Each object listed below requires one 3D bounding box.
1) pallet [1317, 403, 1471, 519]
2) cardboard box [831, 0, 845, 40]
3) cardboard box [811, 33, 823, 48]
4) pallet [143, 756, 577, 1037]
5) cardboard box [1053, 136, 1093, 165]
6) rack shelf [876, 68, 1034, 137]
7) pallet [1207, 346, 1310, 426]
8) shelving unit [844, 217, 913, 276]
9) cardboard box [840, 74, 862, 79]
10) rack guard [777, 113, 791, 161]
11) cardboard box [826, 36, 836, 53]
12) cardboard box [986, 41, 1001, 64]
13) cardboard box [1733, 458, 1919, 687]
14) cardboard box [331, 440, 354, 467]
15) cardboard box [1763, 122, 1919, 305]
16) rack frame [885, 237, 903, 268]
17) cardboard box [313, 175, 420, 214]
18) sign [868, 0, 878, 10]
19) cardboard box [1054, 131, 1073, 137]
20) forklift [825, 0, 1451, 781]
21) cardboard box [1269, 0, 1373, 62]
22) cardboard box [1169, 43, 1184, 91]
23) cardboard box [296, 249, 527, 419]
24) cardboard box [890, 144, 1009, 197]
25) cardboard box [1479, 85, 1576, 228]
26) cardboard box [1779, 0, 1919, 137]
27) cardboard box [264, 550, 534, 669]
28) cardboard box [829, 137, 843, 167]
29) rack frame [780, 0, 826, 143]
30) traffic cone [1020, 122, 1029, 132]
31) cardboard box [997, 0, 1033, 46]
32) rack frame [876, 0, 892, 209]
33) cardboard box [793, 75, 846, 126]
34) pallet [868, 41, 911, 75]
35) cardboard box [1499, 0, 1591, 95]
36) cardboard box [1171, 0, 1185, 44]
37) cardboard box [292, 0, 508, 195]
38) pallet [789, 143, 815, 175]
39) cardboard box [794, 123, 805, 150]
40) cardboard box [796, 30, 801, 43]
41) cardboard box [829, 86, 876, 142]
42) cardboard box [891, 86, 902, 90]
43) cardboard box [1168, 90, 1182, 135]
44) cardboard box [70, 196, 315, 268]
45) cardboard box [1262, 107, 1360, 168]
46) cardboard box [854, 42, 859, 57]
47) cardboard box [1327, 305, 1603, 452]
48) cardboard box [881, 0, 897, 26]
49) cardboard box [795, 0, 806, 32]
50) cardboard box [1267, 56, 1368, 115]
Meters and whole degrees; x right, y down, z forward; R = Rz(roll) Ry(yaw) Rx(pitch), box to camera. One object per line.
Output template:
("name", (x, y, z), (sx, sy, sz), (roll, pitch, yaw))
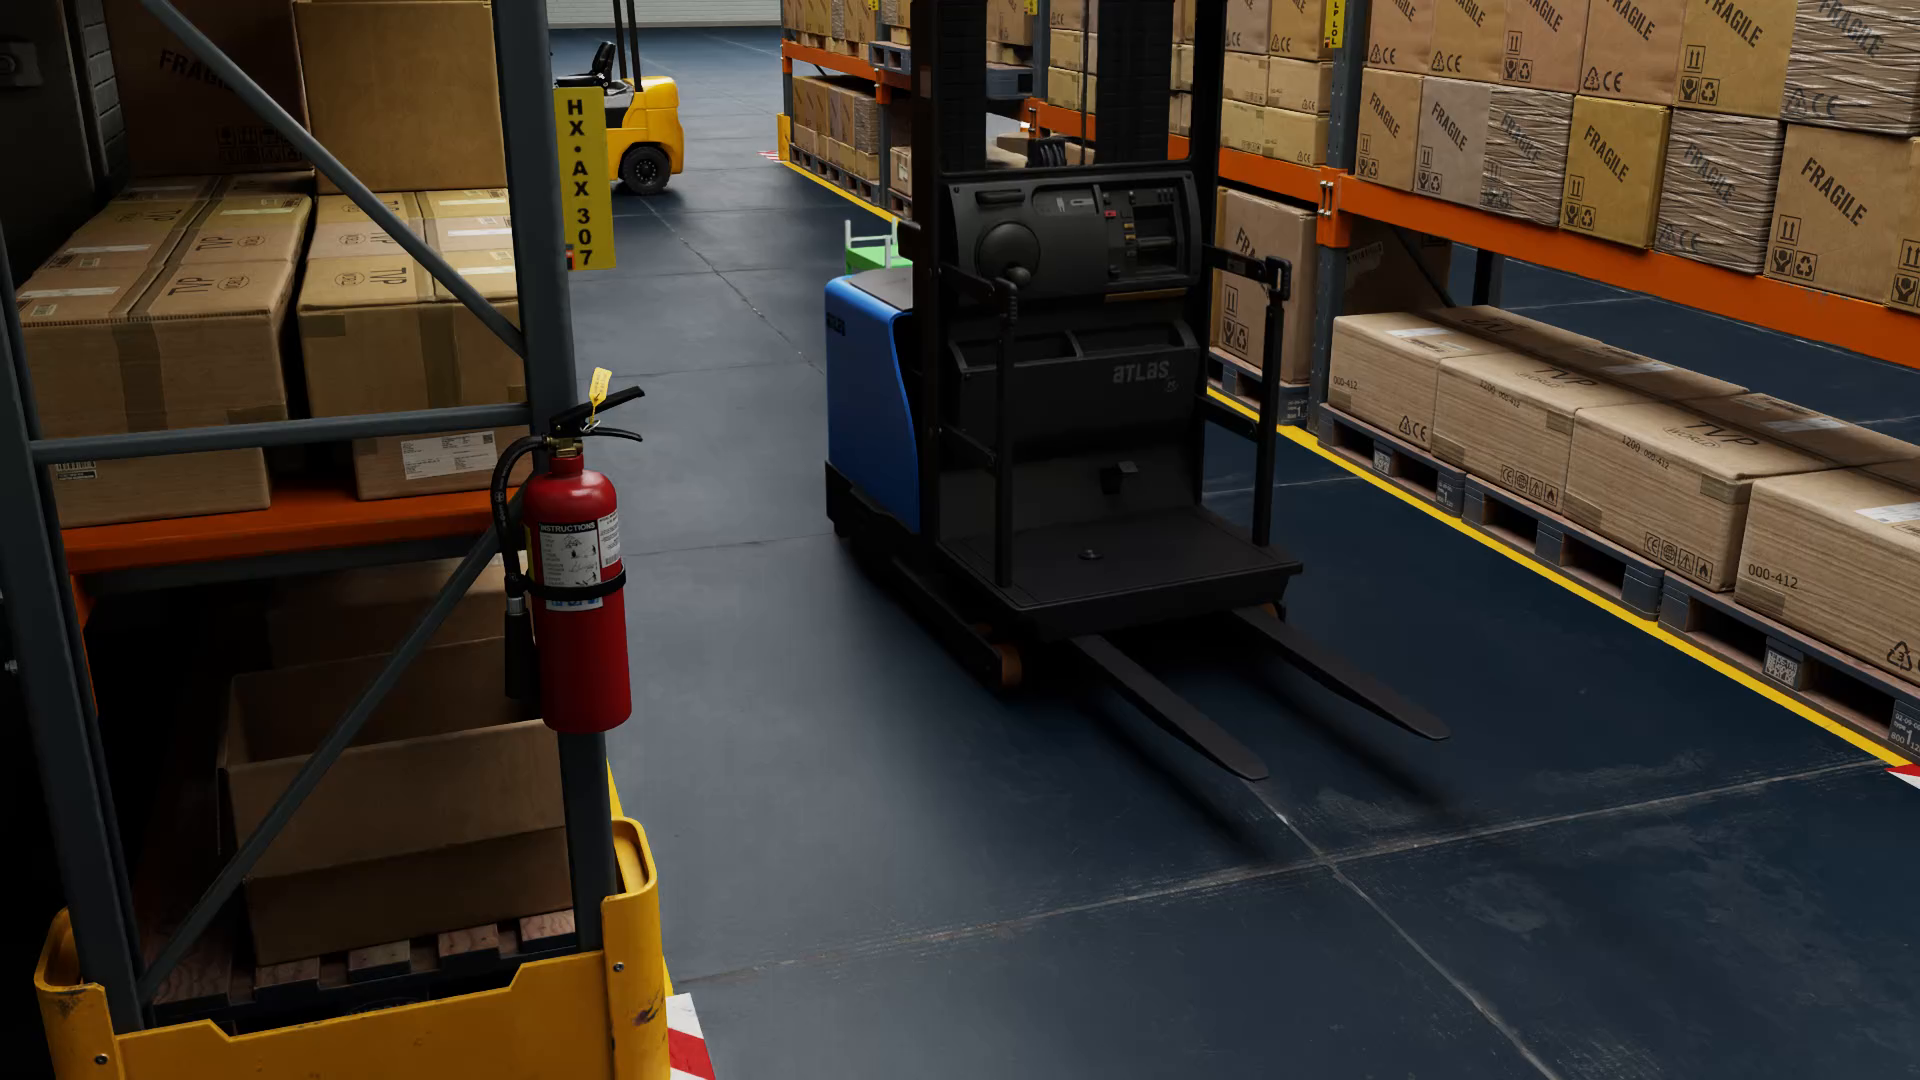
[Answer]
("pallet", (2.417, -0.435, 7.815), (1.003, 0.211, 1.213), (-6, 21, -17))
("cardboard box", (-0.973, -5.200, 16.370), (0.500, 0.500, 0.500), (-6, 21, -16))
("cardboard box", (-1.360, -5.262, 17.501), (0.380, 0.149, 0.250), (-6, 21, -16))
("pallet", (-1.476, 0.845, 4.252), (1.003, 0.211, 1.213), (-6, 21, -17))
("cardboard box", (1.134, -2.250, 11.266), (0.875, 0.875, 0.875), (-7, 21, -18))
("rack shelf", (0.367, -3.586, 13.528), (1.077, 0.370, 4.000), (-6, 21, -17))
("pallet", (1.939, -0.927, 9.184), (1.003, 0.211, 1.213), (-6, 21, -17))
("shelving unit", (-0.293, -0.767, 7.276), (0.258, 1.200, 0.503), (-8, 21, -22))
("cardboard box", (-1.020, -4.877, 18.395), (0.500, 0.500, 0.500), (-6, 21, -17))
("rack guard", (-1.495, -4.650, 19.122), (1.175, 0.500, 0.348), (-6, 21, -17))
("cardboard box", (-1.142, -5.009, 16.796), (0.380, 0.149, 0.250), (-6, 21, -17))
("cardboard box", (0.394, -3.597, 12.244), (0.380, 0.149, 0.250), (-7, 21, -18))
("cardboard box", (3.208, 0.091, 5.394), (0.875, 0.438, 0.875), (-7, 21, -19))
("cardboard box", (-1.168, -0.280, 3.631), (0.380, 0.149, 0.250), (-6, 21, -16))
("cardboard box", (2.964, -1.052, 5.261), (0.500, 0.500, 0.500), (-7, 21, -18))
("rack frame", (-0.196, -0.691, 7.065), (0.240, 1.200, 0.015), (-8, 21, -22))
("cardboard box", (-1.590, -0.917, 4.813), (0.500, 0.250, 0.500), (-7, 21, -19))
("sign", (-0.774, -4.914, 14.880), (0.100, 0.325, 0.005), (-6, 21, -17))
("cardboard box", (1.437, -4.381, 18.369), (0.637, 0.503, 0.797), (12, 23, 30))
("forklift", (0.488, -1.040, 5.476), (1.130, 2.935, 3.031), (-8, 21, -22))
("cardboard box", (1.874, -2.634, 8.185), (0.500, 0.500, 0.500), (-6, 21, -15))
("cardboard box", (1.374, -2.768, 9.666), (0.500, 0.250, 0.500), (-6, 21, -16))
("cardboard box", (-1.088, -0.431, 3.461), (0.500, 0.250, 0.500), (-6, 21, -17))
("cardboard box", (-0.095, -3.360, 15.099), (0.950, 0.372, 0.625), (-6, 21, -17))
("cardboard box", (2.456, -1.546, 6.635), (0.500, 0.500, 0.500), (-6, 21, -17))
("cardboard box", (2.940, -1.527, 5.105), (0.500, 0.500, 0.500), (-6, 21, -17))
("cardboard box", (-1.535, 0.307, 4.702), (0.700, 0.500, 0.500), (-6, 20, -15))
("cardboard box", (-1.035, -3.965, 16.964), (0.500, 0.250, 0.500), (-6, 21, -16))
("rack frame", (-1.519, -5.850, 18.767), (1.000, 3.000, 0.127), (-6, 21, -17))
("traffic cone", (0.788, -4.883, 19.825), (0.336, 0.463, 0.334), (-6, 21, -17))
("cardboard box", (0.589, -3.784, 11.805), (0.500, 0.500, 0.500), (-7, 21, -19))
("rack frame", (-0.262, -4.567, 15.193), (1.000, 3.000, 0.127), (-6, 21, -17))
("cardboard box", (-1.520, -4.811, 18.210), (0.500, 0.500, 0.500), (-7, 21, -19))
("pallet", (-0.160, -4.216, 14.500), (1.003, 0.211, 1.213), (-6, 21, -17))
("cardboard box", (2.476, -2.010, 6.449), (0.500, 0.500, 0.500), (-6, 21, -16))
("cardboard box", (1.387, -3.128, 9.562), (0.500, 0.500, 0.500), (-6, 21, -16))
("cardboard box", (-1.560, -1.265, 4.674), (0.500, 0.500, 0.500), (-6, 21, -16))
("pallet", (-1.273, -4.249, 18.434), (1.003, 0.211, 1.213), (-6, 21, -17))
("cardboard box", (-1.528, -4.466, 18.358), (0.500, 0.250, 0.500), (-7, 21, -18))
("cardboard box", (-1.609, -5.601, 18.445), (0.380, 0.149, 0.250), (-6, 21, -17))
("cardboard box", (-1.025, -4.311, 16.819), (0.500, 0.500, 0.500), (-5, 20, -14))
("cardboard box", (-0.532, -4.378, 17.006), (0.500, 0.500, 0.500), (-5, 20, -14))
("cardboard box", (1.406, -2.539, 9.769), (0.500, 0.250, 0.500), (-6, 21, -17))
("cardboard box", (-1.910, -0.701, 4.213), (0.500, 0.250, 0.500), (-6, 21, -15))
("cardboard box", (1.872, -2.046, 8.397), (0.500, 0.250, 0.500), (-7, 21, -18))
("cardboard box", (-0.810, -4.772, 16.136), (0.380, 0.149, 0.250), (-7, 21, -18))
("cardboard box", (2.348, -0.778, 7.815), (0.875, 0.438, 0.875), (-7, 21, -18))
("cardboard box", (-0.387, -4.770, 14.551), (0.500, 0.500, 0.500), (-6, 21, -16))
("cardboard box", (-1.468, -5.690, 17.733), (0.500, 0.500, 0.500), (-6, 21, -16))
("cardboard box", (1.883, -2.280, 8.309), (0.500, 0.250, 0.500), (-6, 21, -17))
